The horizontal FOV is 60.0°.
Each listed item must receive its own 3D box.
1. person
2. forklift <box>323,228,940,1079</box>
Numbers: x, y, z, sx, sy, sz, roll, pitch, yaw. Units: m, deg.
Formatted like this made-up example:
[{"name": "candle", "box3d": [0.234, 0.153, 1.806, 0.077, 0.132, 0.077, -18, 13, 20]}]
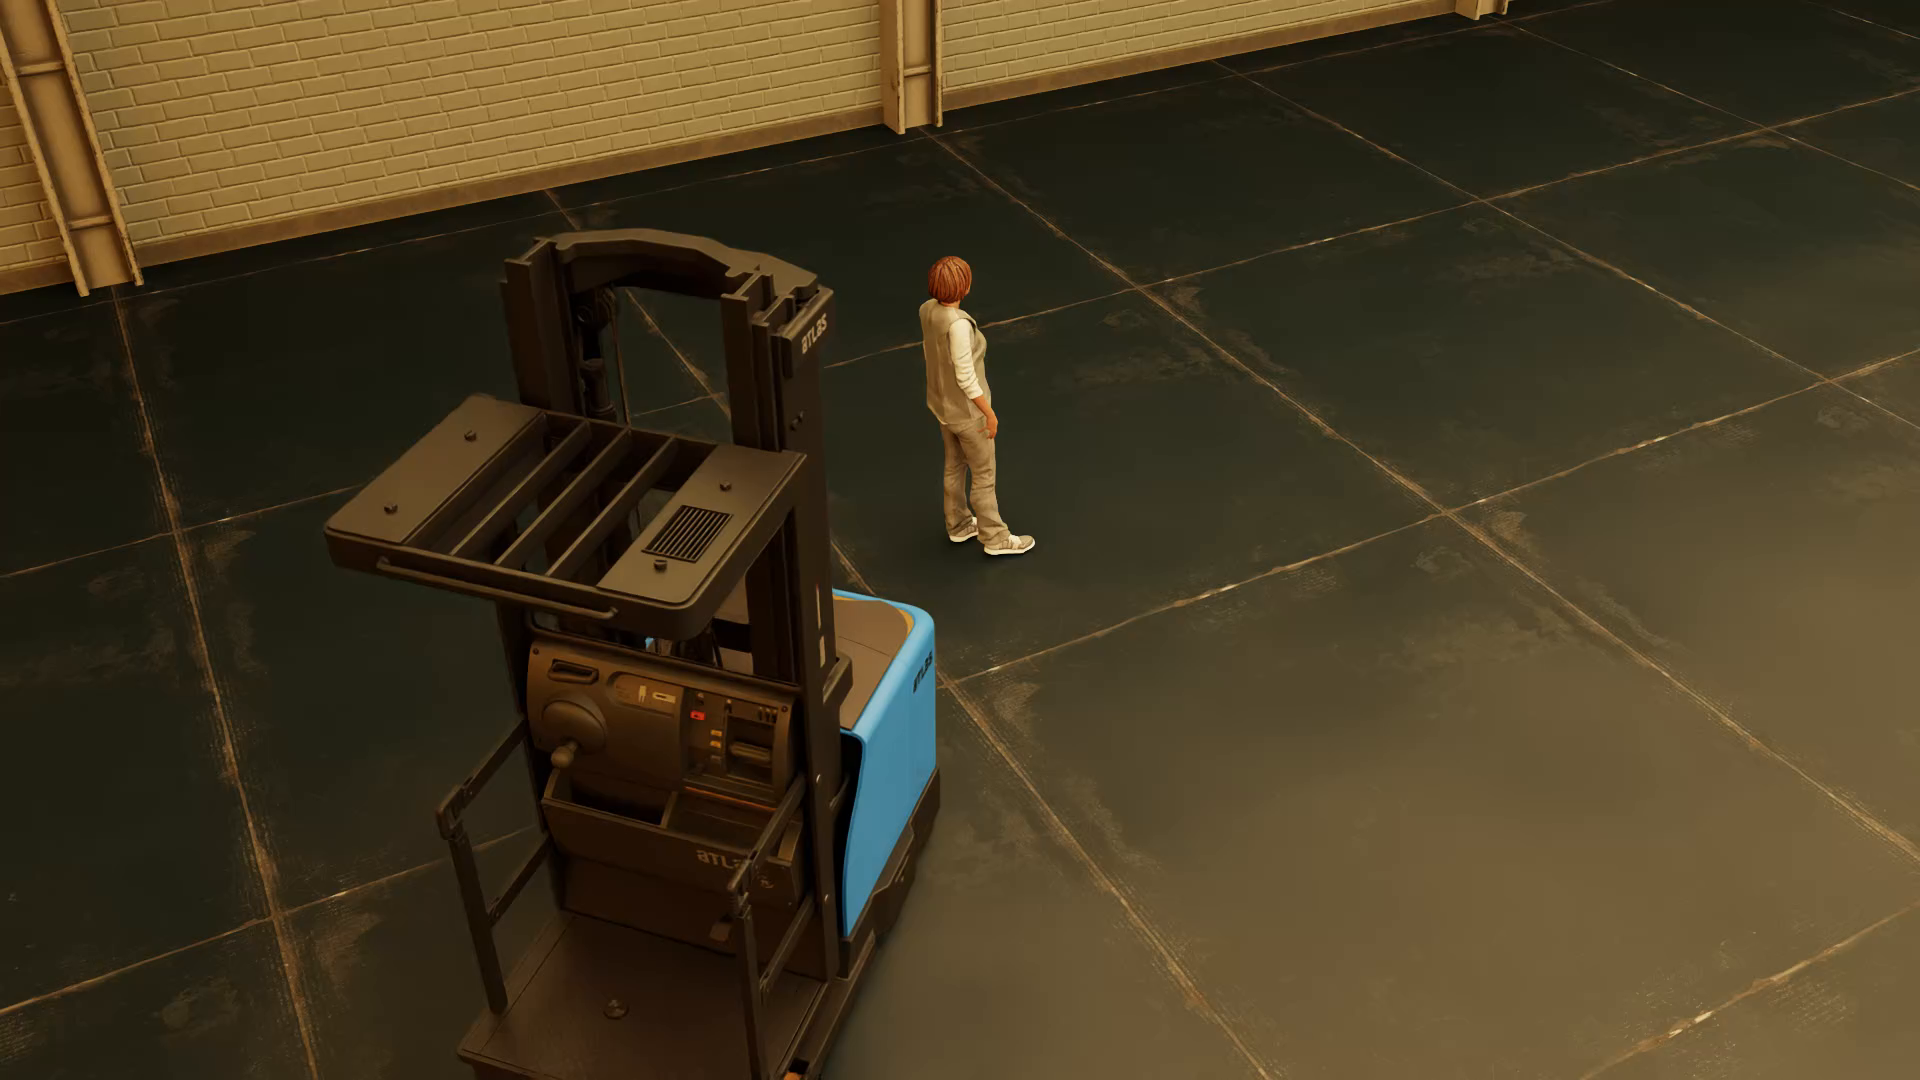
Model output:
[{"name": "person", "box3d": [0.071, -0.671, 8.215, 0.475, 1.596, 0.521, -17, 39, -23]}, {"name": "forklift", "box3d": [-1.040, 0.662, 5.187, 1.130, 2.935, 3.031, 11, 37, 15]}]
